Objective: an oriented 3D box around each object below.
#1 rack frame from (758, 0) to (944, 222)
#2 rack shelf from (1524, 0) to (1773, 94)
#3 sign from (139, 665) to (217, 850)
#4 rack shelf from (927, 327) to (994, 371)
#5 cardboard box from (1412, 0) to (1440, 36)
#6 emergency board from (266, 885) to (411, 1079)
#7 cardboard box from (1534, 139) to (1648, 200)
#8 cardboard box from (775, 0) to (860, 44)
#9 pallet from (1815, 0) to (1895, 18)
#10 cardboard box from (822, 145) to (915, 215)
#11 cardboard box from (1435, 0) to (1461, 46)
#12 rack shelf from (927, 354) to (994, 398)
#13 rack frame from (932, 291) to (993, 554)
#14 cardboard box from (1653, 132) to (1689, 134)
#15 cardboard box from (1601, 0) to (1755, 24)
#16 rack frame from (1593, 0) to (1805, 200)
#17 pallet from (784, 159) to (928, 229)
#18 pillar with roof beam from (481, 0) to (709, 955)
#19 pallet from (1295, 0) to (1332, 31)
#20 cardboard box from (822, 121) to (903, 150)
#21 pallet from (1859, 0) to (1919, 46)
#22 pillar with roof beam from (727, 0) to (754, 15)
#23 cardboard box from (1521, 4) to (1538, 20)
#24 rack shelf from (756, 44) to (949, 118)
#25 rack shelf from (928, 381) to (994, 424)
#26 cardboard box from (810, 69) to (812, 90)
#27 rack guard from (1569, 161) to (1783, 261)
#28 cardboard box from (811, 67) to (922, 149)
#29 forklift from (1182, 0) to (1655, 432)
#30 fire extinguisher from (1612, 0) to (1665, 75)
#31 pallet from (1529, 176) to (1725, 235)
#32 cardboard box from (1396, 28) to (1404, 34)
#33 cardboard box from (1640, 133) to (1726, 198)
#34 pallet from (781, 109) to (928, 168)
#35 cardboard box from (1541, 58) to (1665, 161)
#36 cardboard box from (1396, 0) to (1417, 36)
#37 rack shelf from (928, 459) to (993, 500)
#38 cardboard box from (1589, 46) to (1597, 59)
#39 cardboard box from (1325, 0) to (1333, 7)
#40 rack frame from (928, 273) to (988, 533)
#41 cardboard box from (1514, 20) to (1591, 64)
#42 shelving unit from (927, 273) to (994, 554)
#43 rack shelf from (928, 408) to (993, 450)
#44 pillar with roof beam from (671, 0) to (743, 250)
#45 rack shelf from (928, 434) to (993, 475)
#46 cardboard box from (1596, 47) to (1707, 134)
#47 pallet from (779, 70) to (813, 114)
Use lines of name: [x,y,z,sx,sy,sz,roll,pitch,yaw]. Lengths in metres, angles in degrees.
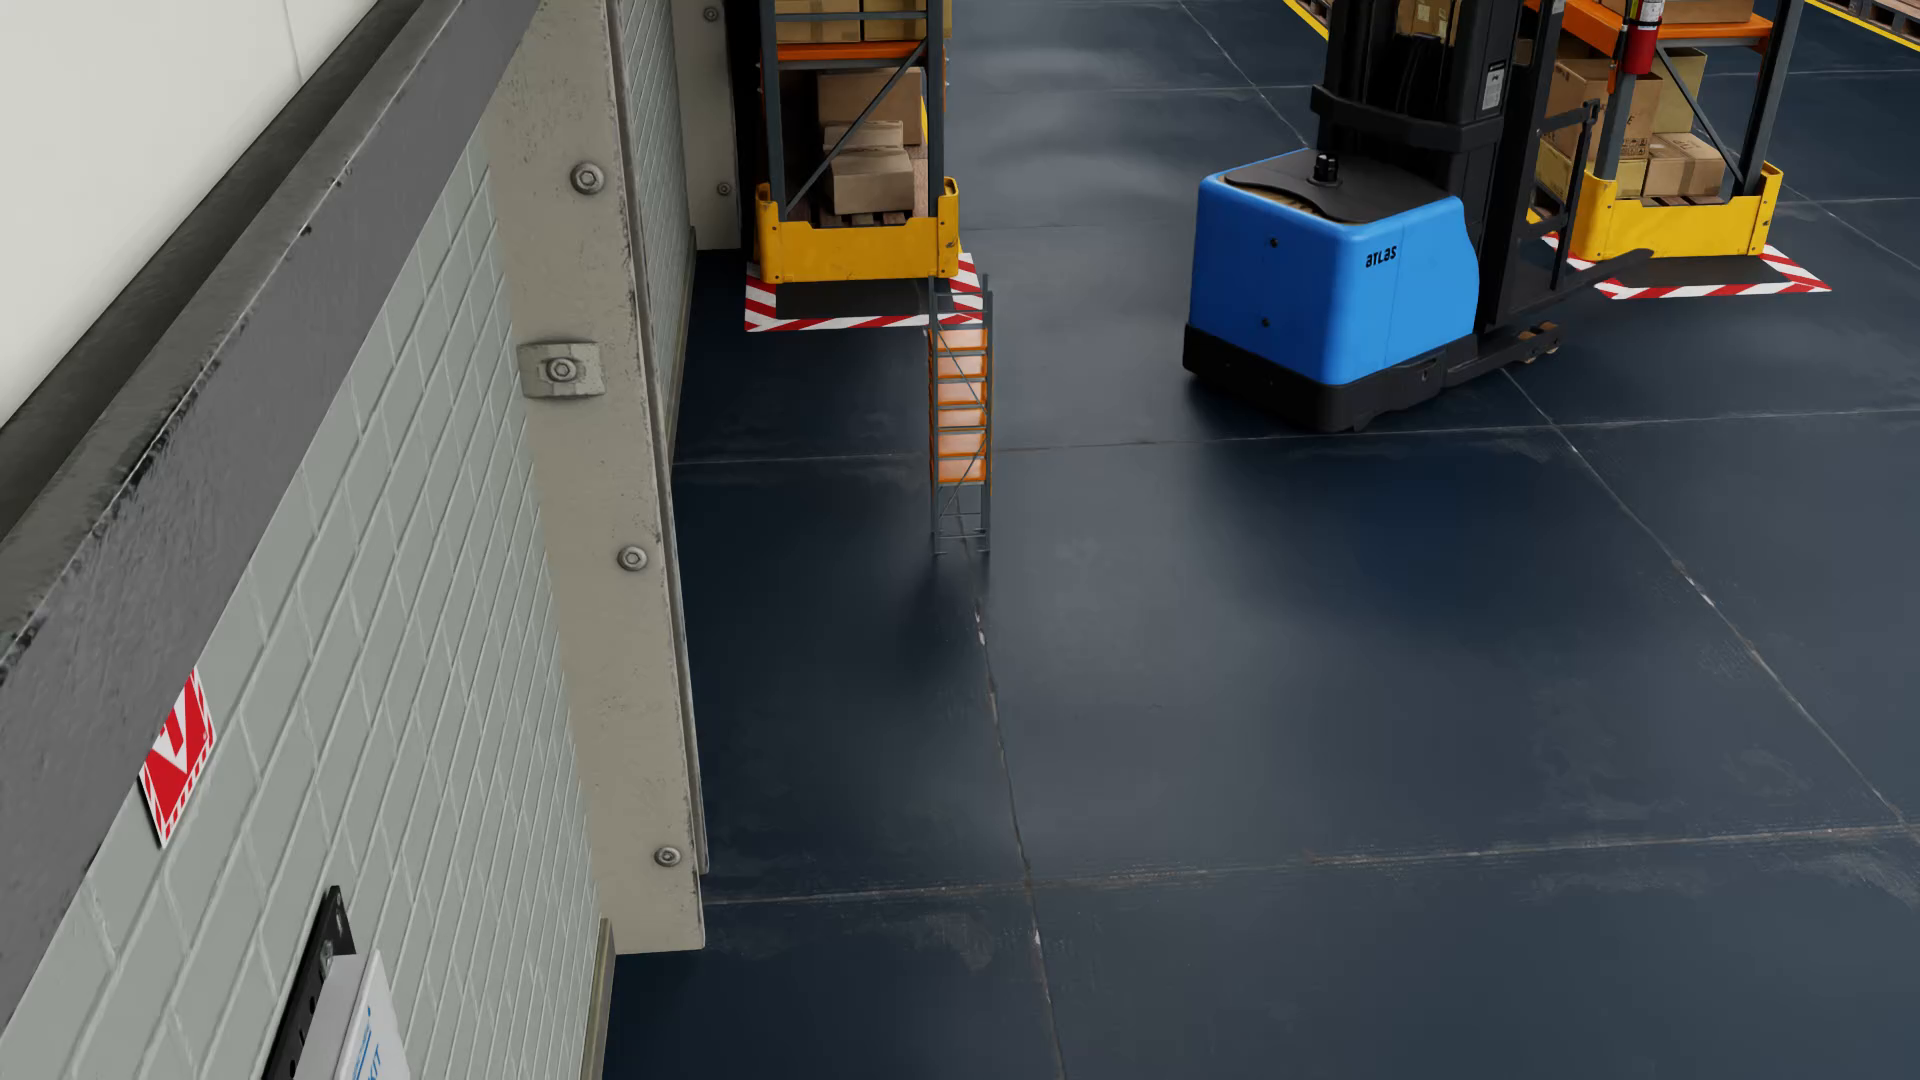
rack frame: [-0.595,-2.867,9.125,1.000,3.000,0.127,-3,31,-5]
rack shelf: [4.149,-3.819,11.420,1.077,0.370,4.000,-3,31,-5]
sign: [-0.867,0.157,1.801,0.001,0.298,0.199,-3,31,-5]
rack shelf: [0.001,-0.779,6.768,0.258,0.103,0.180,-3,31,-5]
cardboard box: [3.749,-3.964,12.501,0.500,0.500,0.500,-3,31,-5]
emergency board: [-0.769,1.144,2.410,0.194,1.169,0.643,-3,31,-5]
cardboard box: [3.992,-2.366,10.558,0.500,0.250,0.500,-3,31,-5]
cardboard box: [-0.832,-3.041,9.542,0.500,0.250,0.500,-2,31,-4]
pallet: [8.665,-5.210,15.767,1.003,0.211,1.213,-3,31,-5]
cardboard box: [-0.571,-2.259,10.300,0.500,0.311,0.500,-6,31,-10]
cardboard box: [3.788,-3.708,12.073,0.500,0.500,0.500,-3,31,-5]
rack shelf: [0.001,-0.676,6.830,0.258,0.103,0.180,-3,31,-5]
rack frame: [0.010,-0.461,6.852,0.240,1.200,0.006,-3,31,-5]
cardboard box: [4.457,-2.646,11.026,0.500,0.250,0.500,-3,31,-5]
cardboard box: [4.305,-3.388,9.900,0.700,0.500,0.500,-3,31,-5]
rack frame: [4.336,-3.106,9.526,1.000,3.000,0.127,-3,31,-5]
pallet: [-0.643,-2.125,10.602,1.003,0.211,1.213,-3,31,-5]
pillar with roof beam: [3.325,-2.902,3.332,9.100,9.000,0.400,-3,31,-5]
pallet: [3.738,-4.950,15.331,1.003,0.211,1.213,-3,31,-5]
cardboard box: [-0.624,-2.550,10.788,0.500,0.311,0.500,0,31,0]
pallet: [8.782,-4.586,14.722,1.003,0.211,1.213,-3,31,-5]
pillar with roof beam: [2.203,-9.028,13.589,9.100,9.000,0.400,-3,31,-5]
cardboard box: [3.836,-3.453,11.646,0.500,0.500,0.500,-3,31,-5]
rack shelf: [-0.782,-3.579,11.019,1.077,0.370,4.000,-3,31,-5]
rack shelf: [0.001,-0.573,6.891,0.258,0.103,0.180,-3,31,-5]
cardboard box: [-0.832,-3.497,12.188,0.500,0.500,0.500,-5,31,-8]
rack guard: [4.338,-2.021,10.146,1.175,0.500,0.348,-3,31,-5]
cardboard box: [-0.643,-3.008,11.370,0.700,0.500,0.500,-5,31,-8]
forklift: [2.623,-2.385,8.385,3.031,2.935,1.130,-22,37,-32]
fire extinguisher: [3.885,-2.991,9.407,0.296,0.674,0.183,-3,31,-5]
pallet: [4.223,-2.298,10.891,1.003,0.211,1.213,-3,31,-5]
cardboard box: [3.704,-3.897,13.121,0.500,0.250,0.500,-3,31,-5]
cardboard box: [4.508,-2.391,10.599,0.500,0.250,0.500,-3,31,-5]
pallet: [-0.754,-2.747,11.643,1.003,0.211,1.213,-3,31,-5]
cardboard box: [3.990,-2.688,10.365,0.500,0.500,0.500,-3,31,-5]
cardboard box: [3.694,-4.219,12.928,0.500,0.500,0.500,-3,31,-5]
rack shelf: [0.001,-0.264,7.076,0.258,0.103,0.180,-3,31,-5]
cardboard box: [4.399,-3.223,11.261,0.500,0.500,0.500,-3,31,-5]
cardboard box: [3.541,-4.866,14.743,0.500,0.250,0.500,-2,31,-3]
rack frame: [-0.007,-0.554,7.008,0.240,1.200,0.006,-3,31,-5]
cardboard box: [3.882,-3.198,11.219,0.500,0.500,0.500,-3,31,-5]
shelving unit: [0.001,-0.508,6.930,0.258,1.200,0.189,-3,31,-5]
rack shelf: [0.001,-0.470,6.953,0.258,0.103,0.180,-3,31,-5]
pillar with roof beam: [2.764,-5.965,8.461,9.100,9.000,0.400,-3,31,-5]
rack shelf: [0.001,-0.367,7.014,0.258,0.103,0.180,-3,31,-5]
cardboard box: [4.459,-2.968,10.834,0.500,0.500,0.500,-3,31,-5]
pallet: [-0.871,-3.371,12.688,1.003,0.211,1.213,-3,31,-5]
